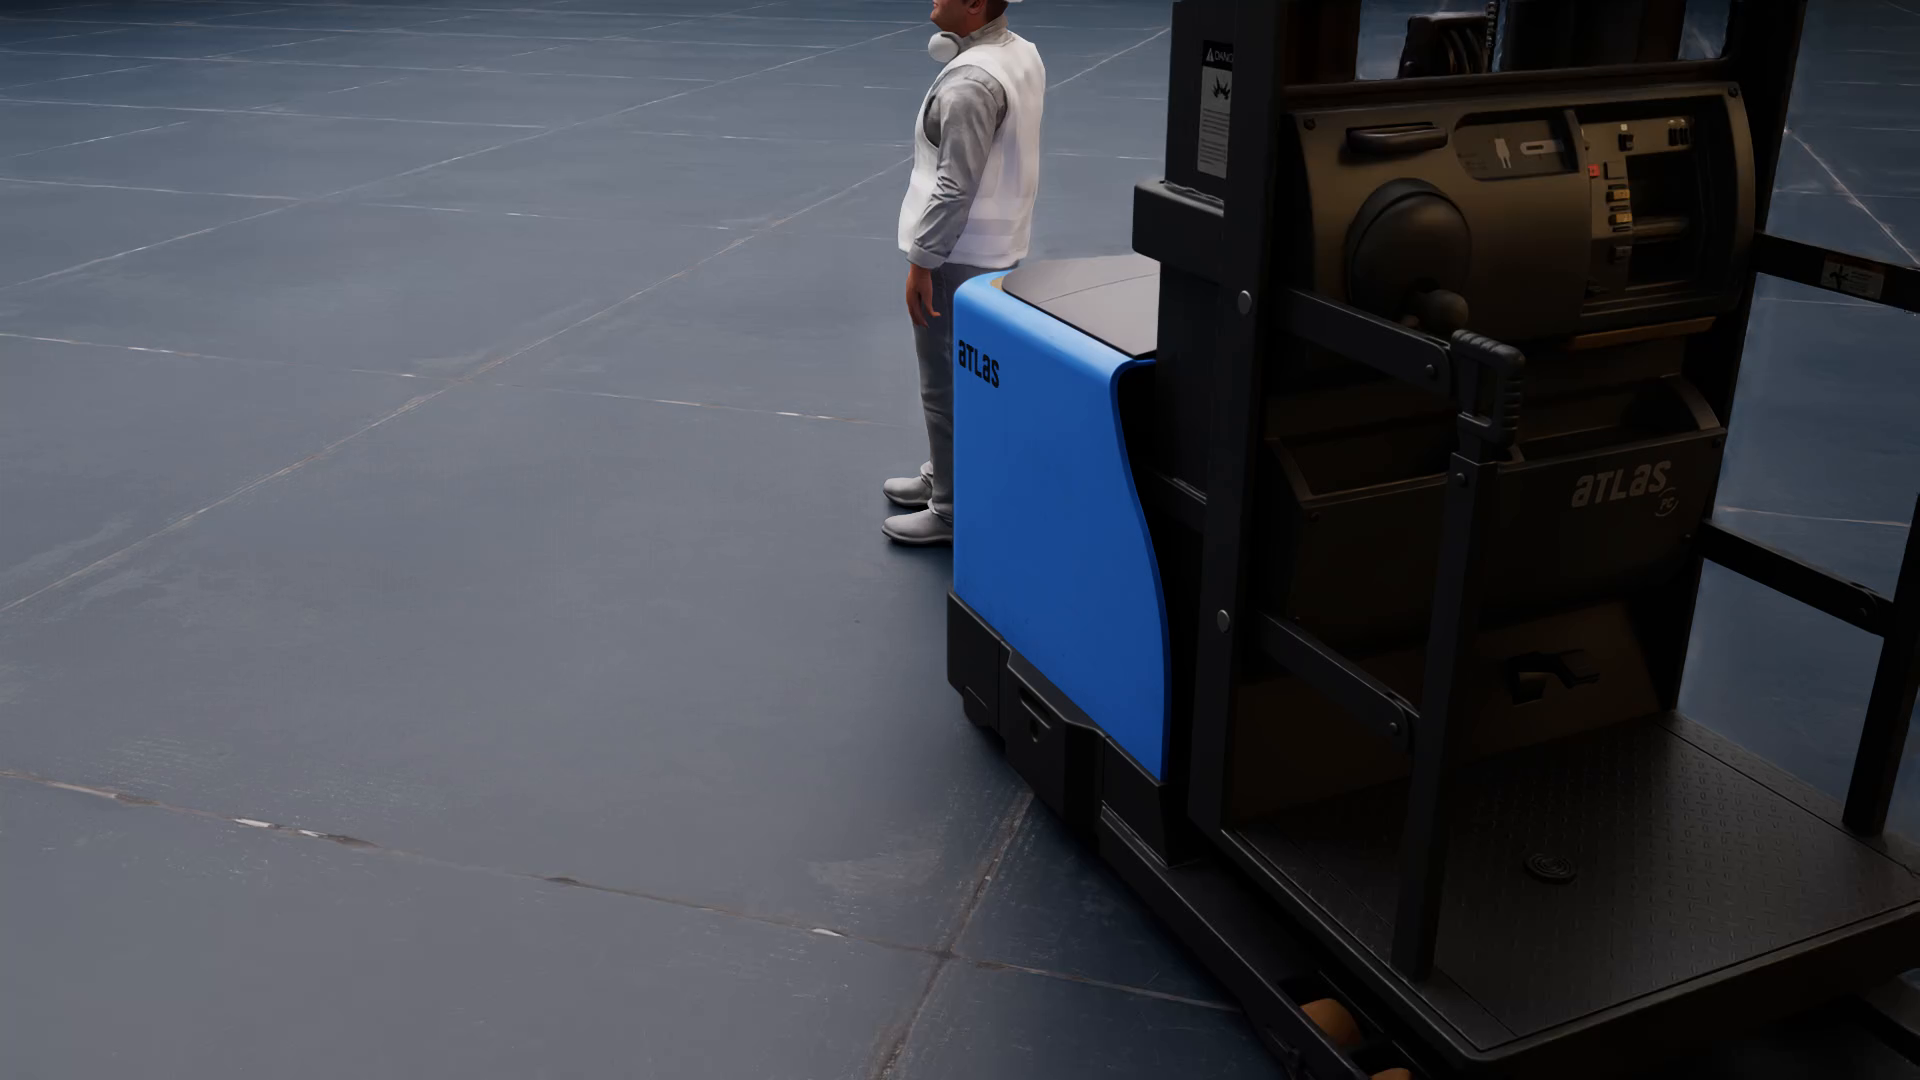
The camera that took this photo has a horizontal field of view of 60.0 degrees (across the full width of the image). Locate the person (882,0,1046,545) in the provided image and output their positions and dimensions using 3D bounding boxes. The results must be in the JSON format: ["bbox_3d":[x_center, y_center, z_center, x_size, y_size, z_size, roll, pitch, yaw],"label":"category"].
[{"bbox_3d":[-0.058,-0.836,4.803,0.566,1.775,0.633,7,23,16],"label":"person"}]

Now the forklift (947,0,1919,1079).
[{"bbox_3d":[1.036,-0.527,2.555,1.130,2.935,3.031,-10,24,-22],"label":"forklift"}]
